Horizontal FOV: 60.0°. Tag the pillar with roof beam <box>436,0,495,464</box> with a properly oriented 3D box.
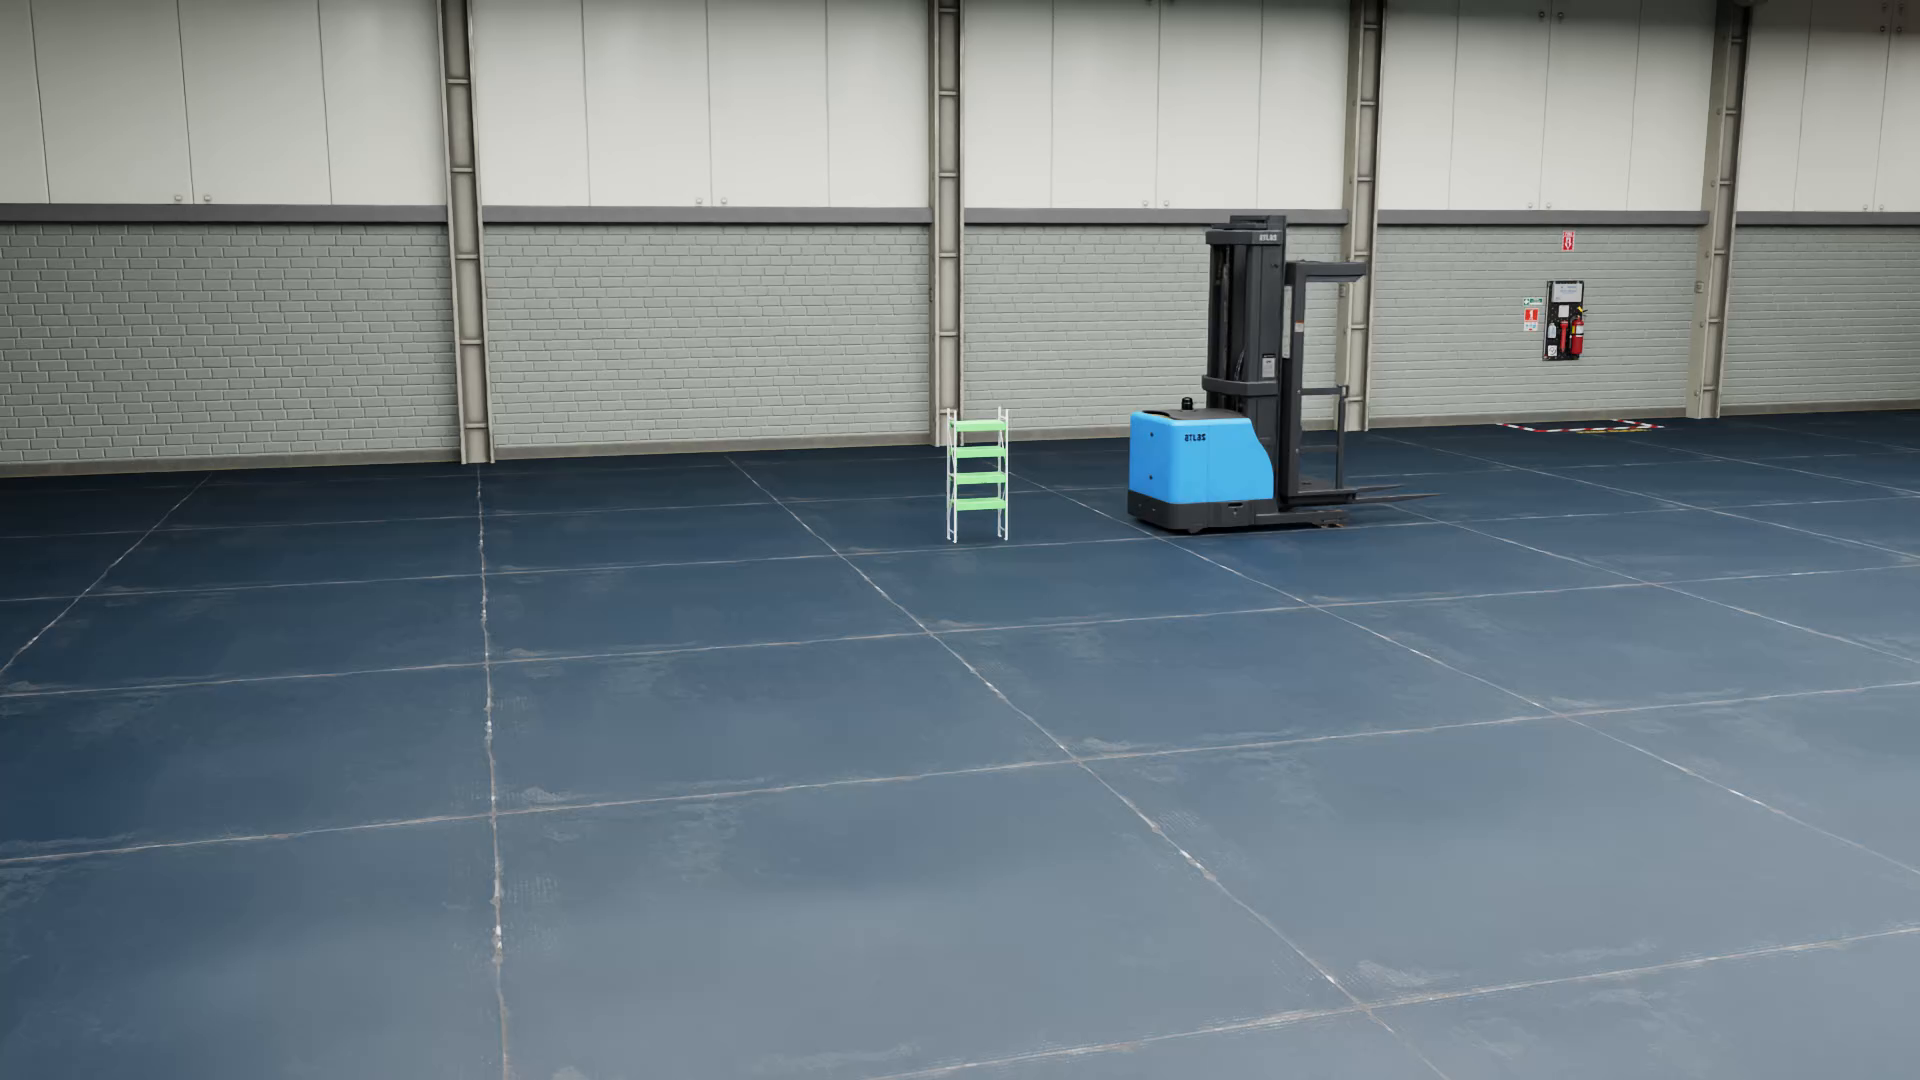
[{"bbox_3d":[-4.734,-4.641,15.605,0.400,9.000,9.100,-3,11,-16],"label":"pillar with roof beam"}]

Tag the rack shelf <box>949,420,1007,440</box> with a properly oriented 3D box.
[{"bbox_3d":[0.159,-1.008,15.112,0.480,0.148,0.258,-3,11,-16],"label":"rack shelf"}]

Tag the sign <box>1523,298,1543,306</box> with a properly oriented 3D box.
[{"bbox_3d":[8.409,-3.498,24.405,0.331,0.109,0.001,-3,11,-16],"label":"sign"}]

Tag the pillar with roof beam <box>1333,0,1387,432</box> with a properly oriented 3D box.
[{"bbox_3d":[6.788,-5.248,18.904,0.400,9.000,9.100,-3,11,-16],"label":"pillar with roof beam"}]

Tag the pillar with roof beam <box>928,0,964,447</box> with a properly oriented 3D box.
[{"bbox_3d":[1.027,-4.945,17.255,0.400,9.000,9.100,-3,11,-16],"label":"pillar with roof beam"}]

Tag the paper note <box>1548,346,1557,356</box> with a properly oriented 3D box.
[{"bbox_3d":[8.773,-2.801,24.615,0.142,0.148,0.016,-3,11,-16],"label":"paper note"}]

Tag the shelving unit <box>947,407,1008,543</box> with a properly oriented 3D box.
[{"bbox_3d":[0.159,-0.598,15.187,0.503,1.200,0.258,-3,11,-16],"label":"shelving unit"}]

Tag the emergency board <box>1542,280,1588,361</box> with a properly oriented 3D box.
[{"bbox_3d":[8.962,-3.231,24.518,0.643,1.169,0.194,-3,11,-16],"label":"emergency board"}]

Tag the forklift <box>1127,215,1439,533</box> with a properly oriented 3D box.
[{"bbox_3d":[3.211,-1.643,16.077,3.031,2.935,1.130,-4,11,-19],"label":"forklift"}]

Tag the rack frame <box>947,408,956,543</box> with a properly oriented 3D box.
[{"bbox_3d":[-0.075,-0.586,15.120,0.015,1.200,0.240,-3,11,-16],"label":"rack frame"}]

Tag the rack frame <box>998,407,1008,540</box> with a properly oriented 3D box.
[{"bbox_3d":[0.393,-0.611,15.254,0.015,1.200,0.240,-3,11,-16],"label":"rack frame"}]

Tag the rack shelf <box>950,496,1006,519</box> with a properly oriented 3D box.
[{"bbox_3d":[0.159,-0.300,15.242,0.480,0.148,0.258,-3,11,-16],"label":"rack shelf"}]

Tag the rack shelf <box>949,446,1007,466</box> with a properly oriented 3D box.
[{"bbox_3d":[0.159,-0.772,15.155,0.480,0.148,0.258,-3,11,-16],"label":"rack shelf"}]

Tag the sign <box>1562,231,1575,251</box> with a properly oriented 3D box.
[{"bbox_3d":[8.926,-4.388,24.400,0.199,0.298,0.001,-3,11,-16],"label":"sign"}]

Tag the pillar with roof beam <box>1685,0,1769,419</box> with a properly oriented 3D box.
[{"bbox_3d":[12.548,-5.552,20.553,0.548,9.000,9.100,-3,11,-16],"label":"pillar with roof beam"}]

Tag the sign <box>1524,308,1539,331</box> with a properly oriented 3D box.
[{"bbox_3d":[8.402,-3.239,24.461,0.234,0.329,0.001,-3,11,-16],"label":"sign"}]

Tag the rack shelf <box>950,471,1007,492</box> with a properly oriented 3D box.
[{"bbox_3d":[0.159,-0.536,15.198,0.480,0.148,0.258,-3,11,-16],"label":"rack shelf"}]
